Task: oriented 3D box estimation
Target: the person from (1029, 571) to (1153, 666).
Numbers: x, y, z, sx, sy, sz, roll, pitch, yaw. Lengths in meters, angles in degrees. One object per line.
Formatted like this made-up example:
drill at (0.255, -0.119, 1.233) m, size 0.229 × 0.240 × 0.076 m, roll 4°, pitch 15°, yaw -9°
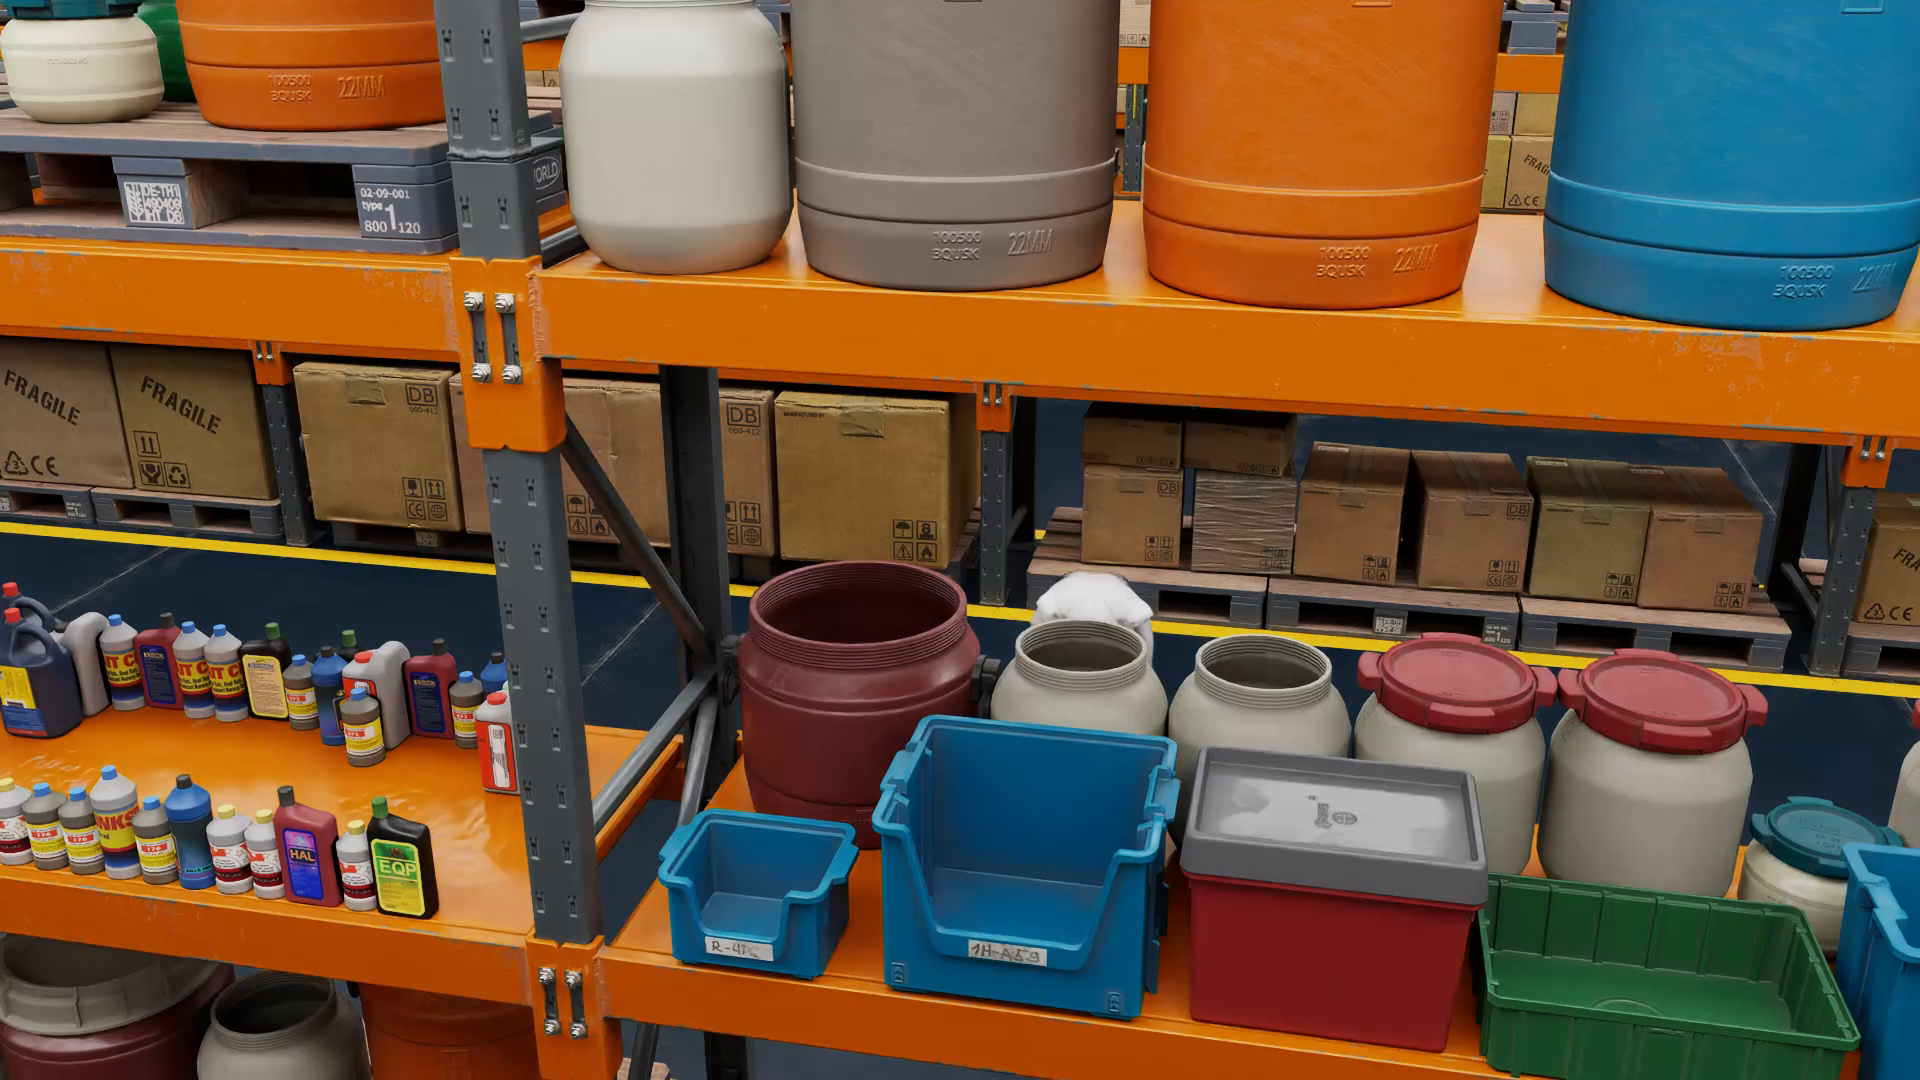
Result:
person at (0.526, 0.550, 6.750) m, size 0.524 × 0.988 × 0.921 m, roll 4°, pitch 22°, yaw 9°
